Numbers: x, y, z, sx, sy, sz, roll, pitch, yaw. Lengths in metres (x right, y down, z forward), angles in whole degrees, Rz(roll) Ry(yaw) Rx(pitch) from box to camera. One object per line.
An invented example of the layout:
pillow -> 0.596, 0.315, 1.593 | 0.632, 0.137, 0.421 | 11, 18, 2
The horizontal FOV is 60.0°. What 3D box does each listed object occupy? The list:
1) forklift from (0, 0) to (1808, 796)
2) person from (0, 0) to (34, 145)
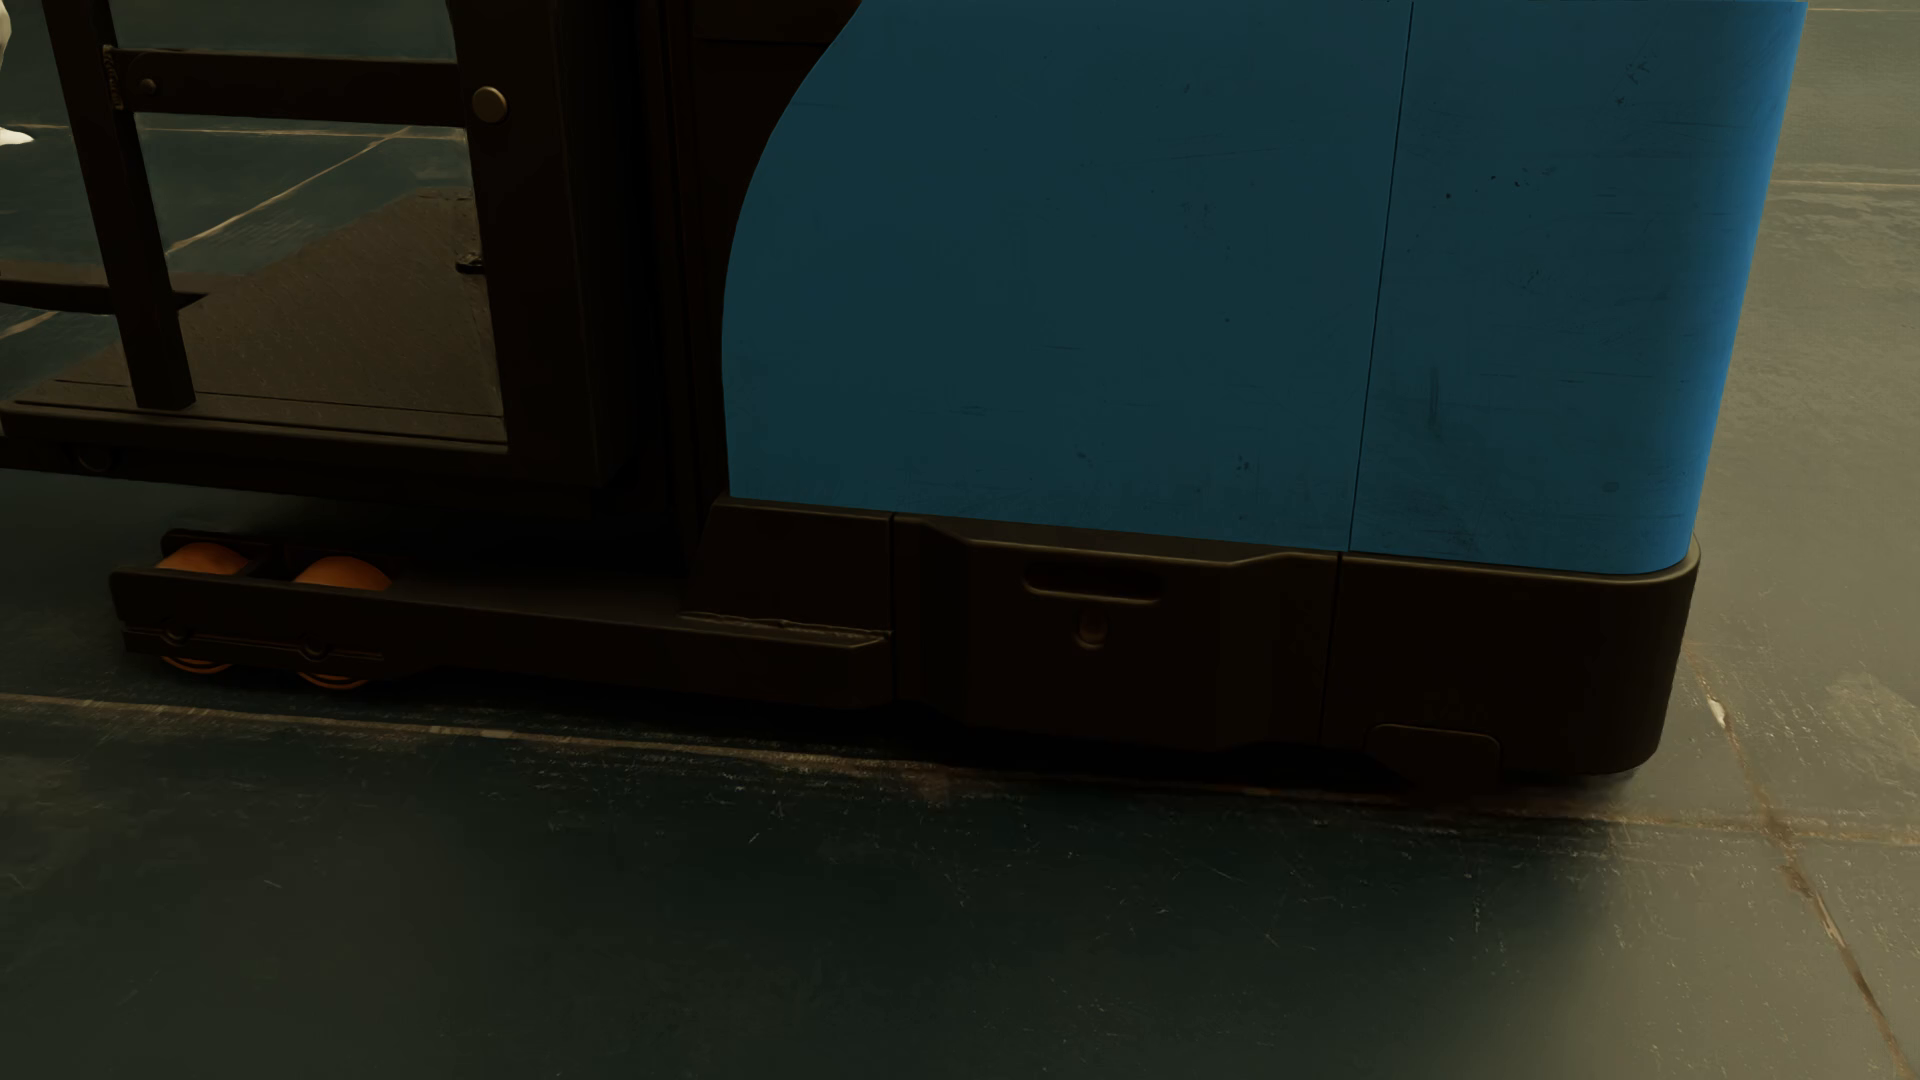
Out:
forklift -> -0.604, -1.345, 1.913 | 3.031, 2.935, 1.130 | 5, 27, 10
person -> -2.677, -1.575, 4.021 | 0.904, 1.531, 0.958 | 13, 29, 25
